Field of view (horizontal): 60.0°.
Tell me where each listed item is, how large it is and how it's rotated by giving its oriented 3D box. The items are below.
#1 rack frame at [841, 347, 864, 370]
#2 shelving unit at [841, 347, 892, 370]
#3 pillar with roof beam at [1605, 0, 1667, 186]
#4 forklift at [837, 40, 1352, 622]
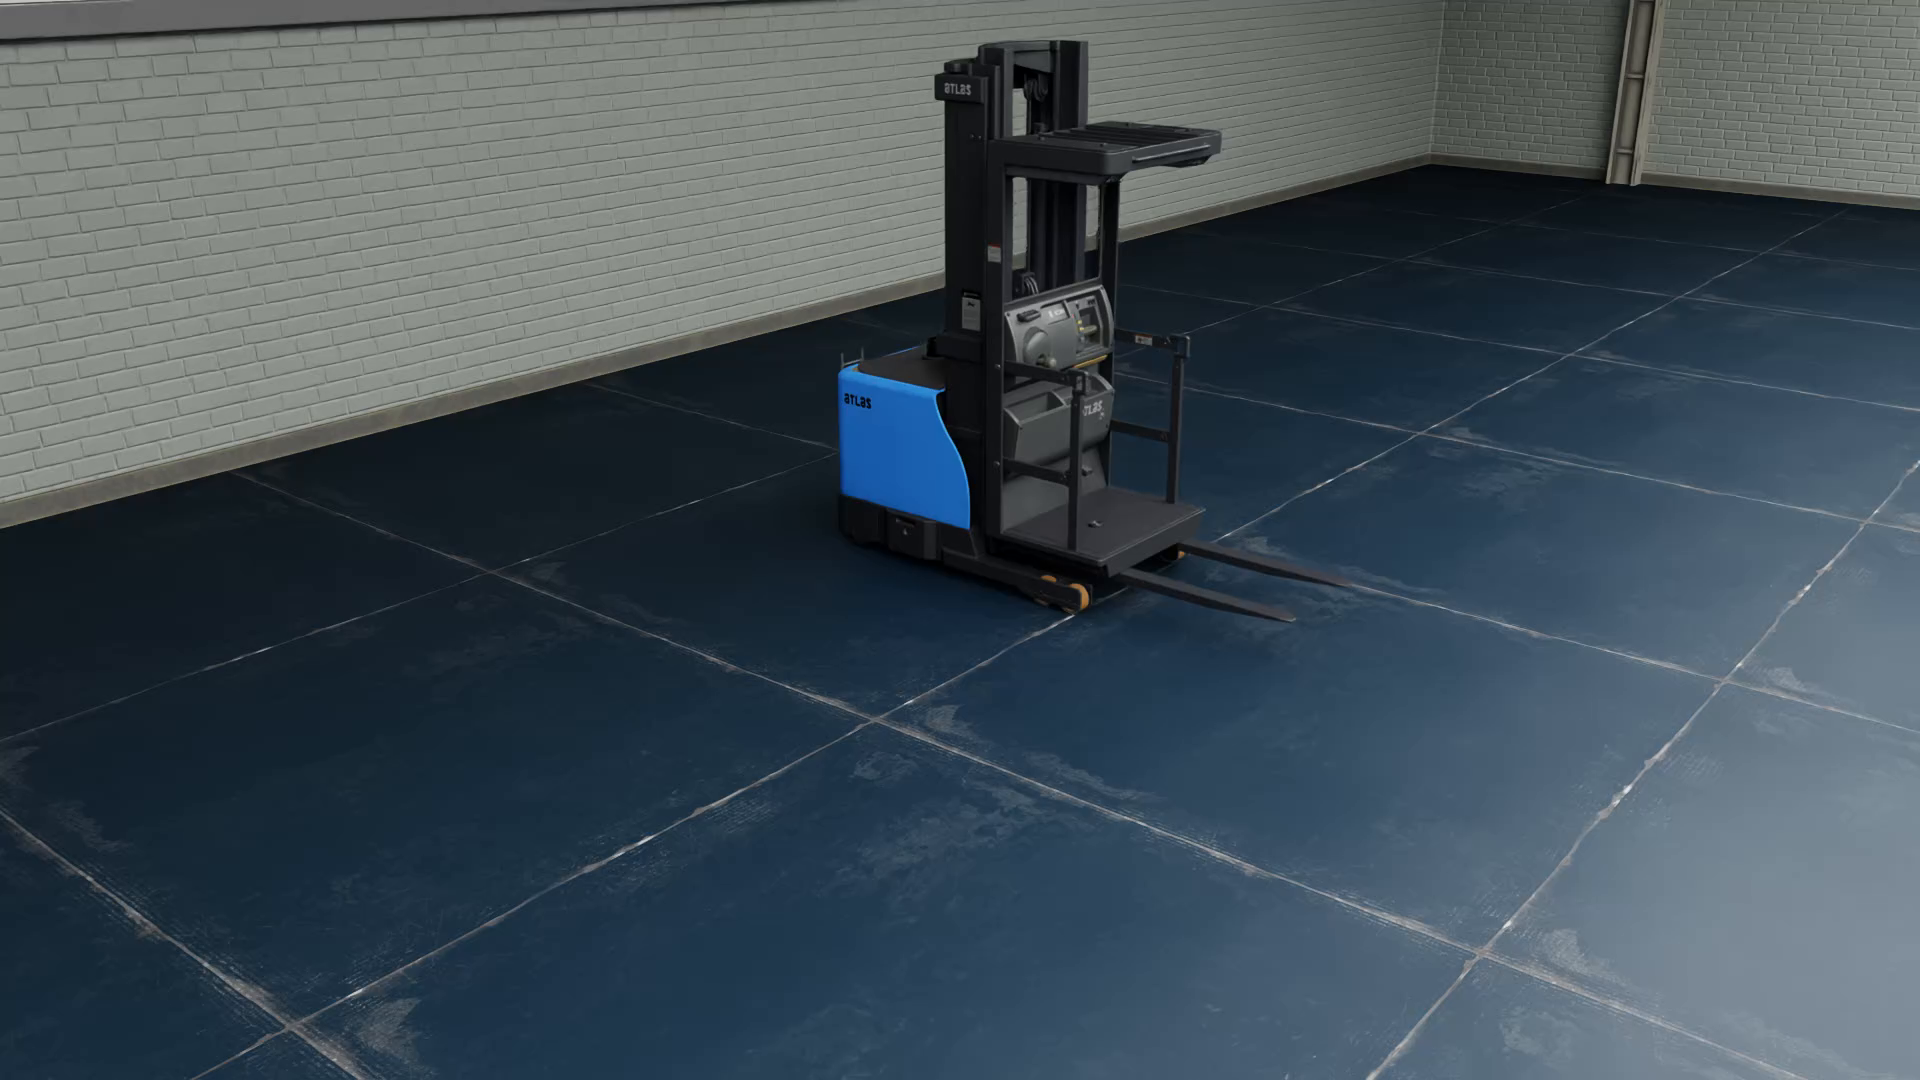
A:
[{"bbox_3d":[-0.670,-0.684,10.494,0.008,1.050,0.200,16,26,36],"label":"rack frame"},{"bbox_3d":[-0.575,-0.657,10.422,0.252,1.050,0.215,16,26,36],"label":"shelving unit"},{"bbox_3d":[6.678,-8.091,18.869,0.400,9.000,9.100,16,26,36],"label":"pillar with roof beam"},{"bbox_3d":[0.721,-1.178,9.138,3.031,2.935,1.130,16,26,36],"label":"forklift"}]
